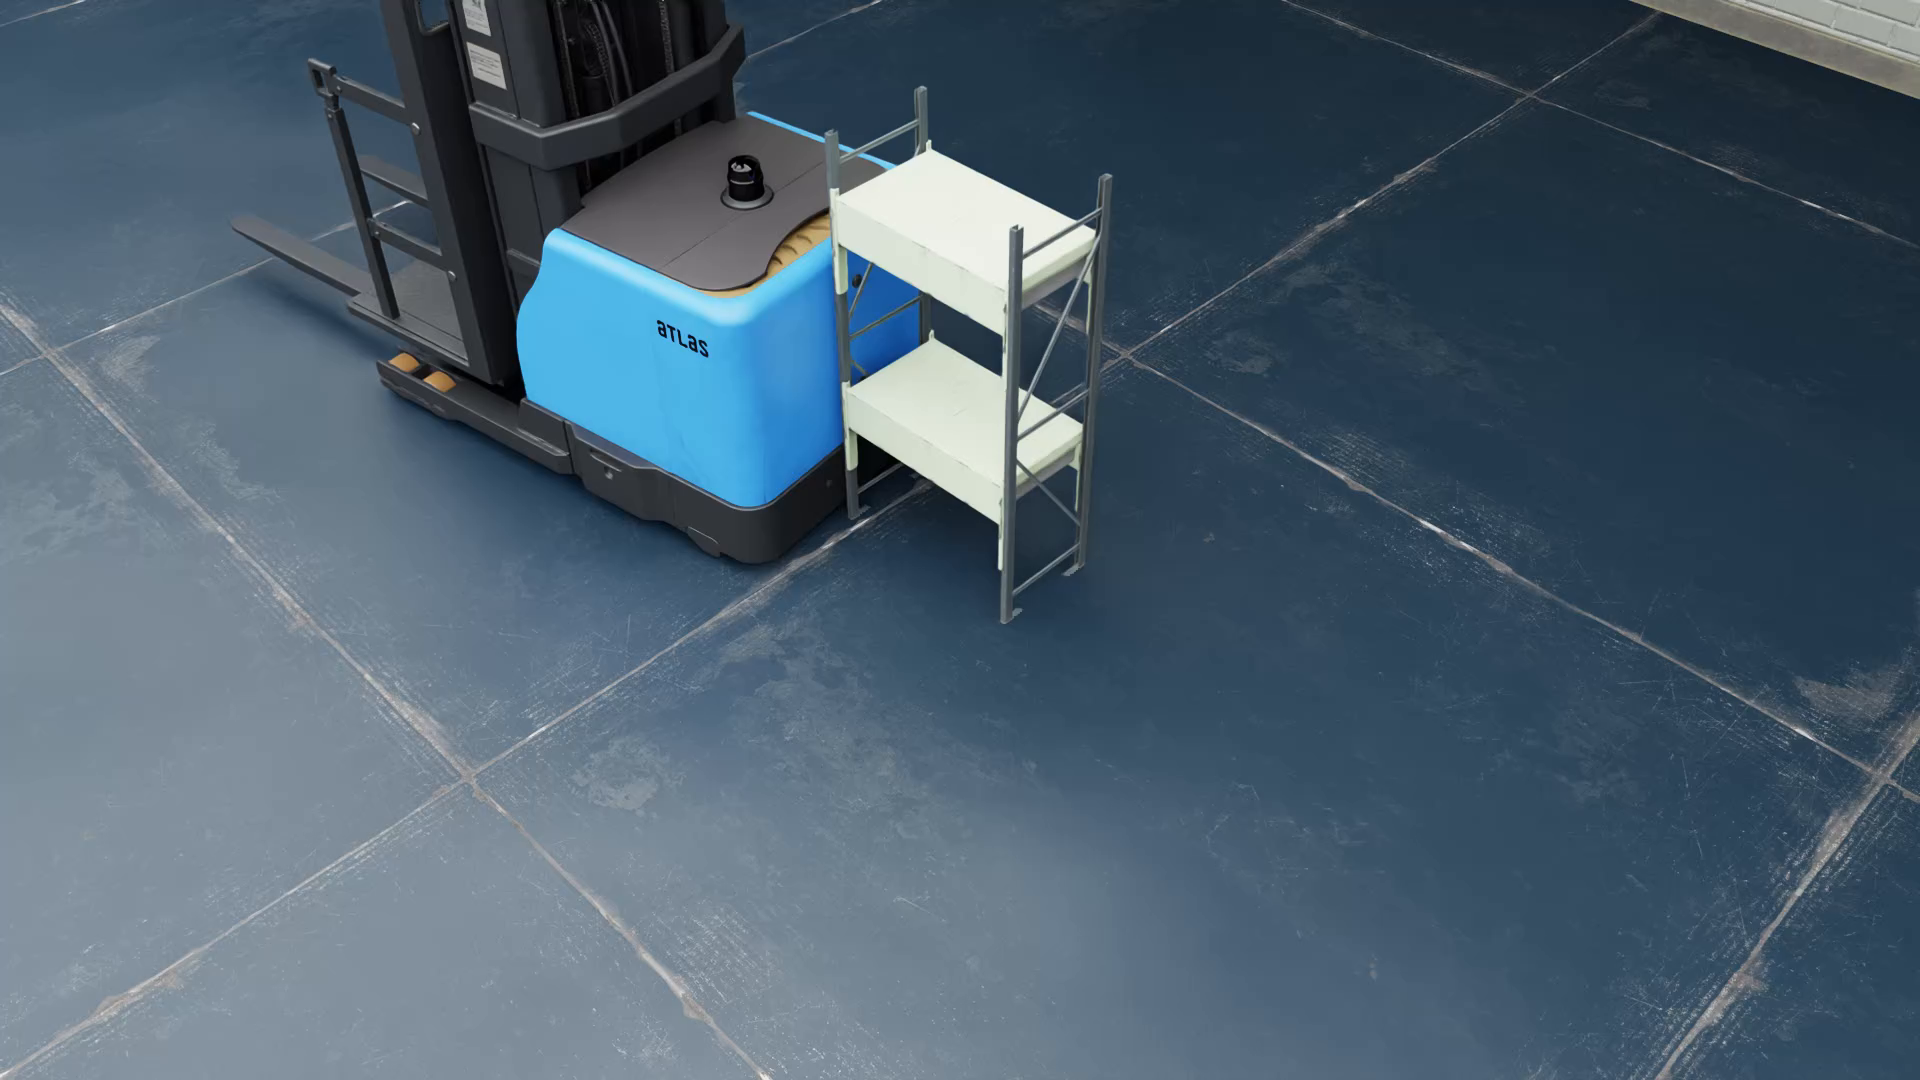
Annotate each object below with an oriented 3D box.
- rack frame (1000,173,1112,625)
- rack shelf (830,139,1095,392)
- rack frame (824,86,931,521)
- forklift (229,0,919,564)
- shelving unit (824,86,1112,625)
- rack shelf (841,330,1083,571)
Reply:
[{"bbox_3d":[0.279,-0.373,5.048,0.023,1.500,0.400,33,52,31],"label":"rack frame"},{"bbox_3d":[0.017,-0.833,4.971,0.720,0.370,0.431,33,52,31],"label":"rack shelf"},{"bbox_3d":[-0.246,-0.719,5.423,0.023,1.500,0.400,33,52,31],"label":"rack frame"},{"bbox_3d":[-1.585,-1.805,5.543,3.031,2.935,1.130,26,49,25],"label":"forklift"},{"bbox_3d":[0.017,-0.546,5.236,0.755,1.500,0.431,33,52,31],"label":"shelving unit"},{"bbox_3d":[0.017,-0.307,5.457,0.720,0.370,0.431,33,52,31],"label":"rack shelf"}]
